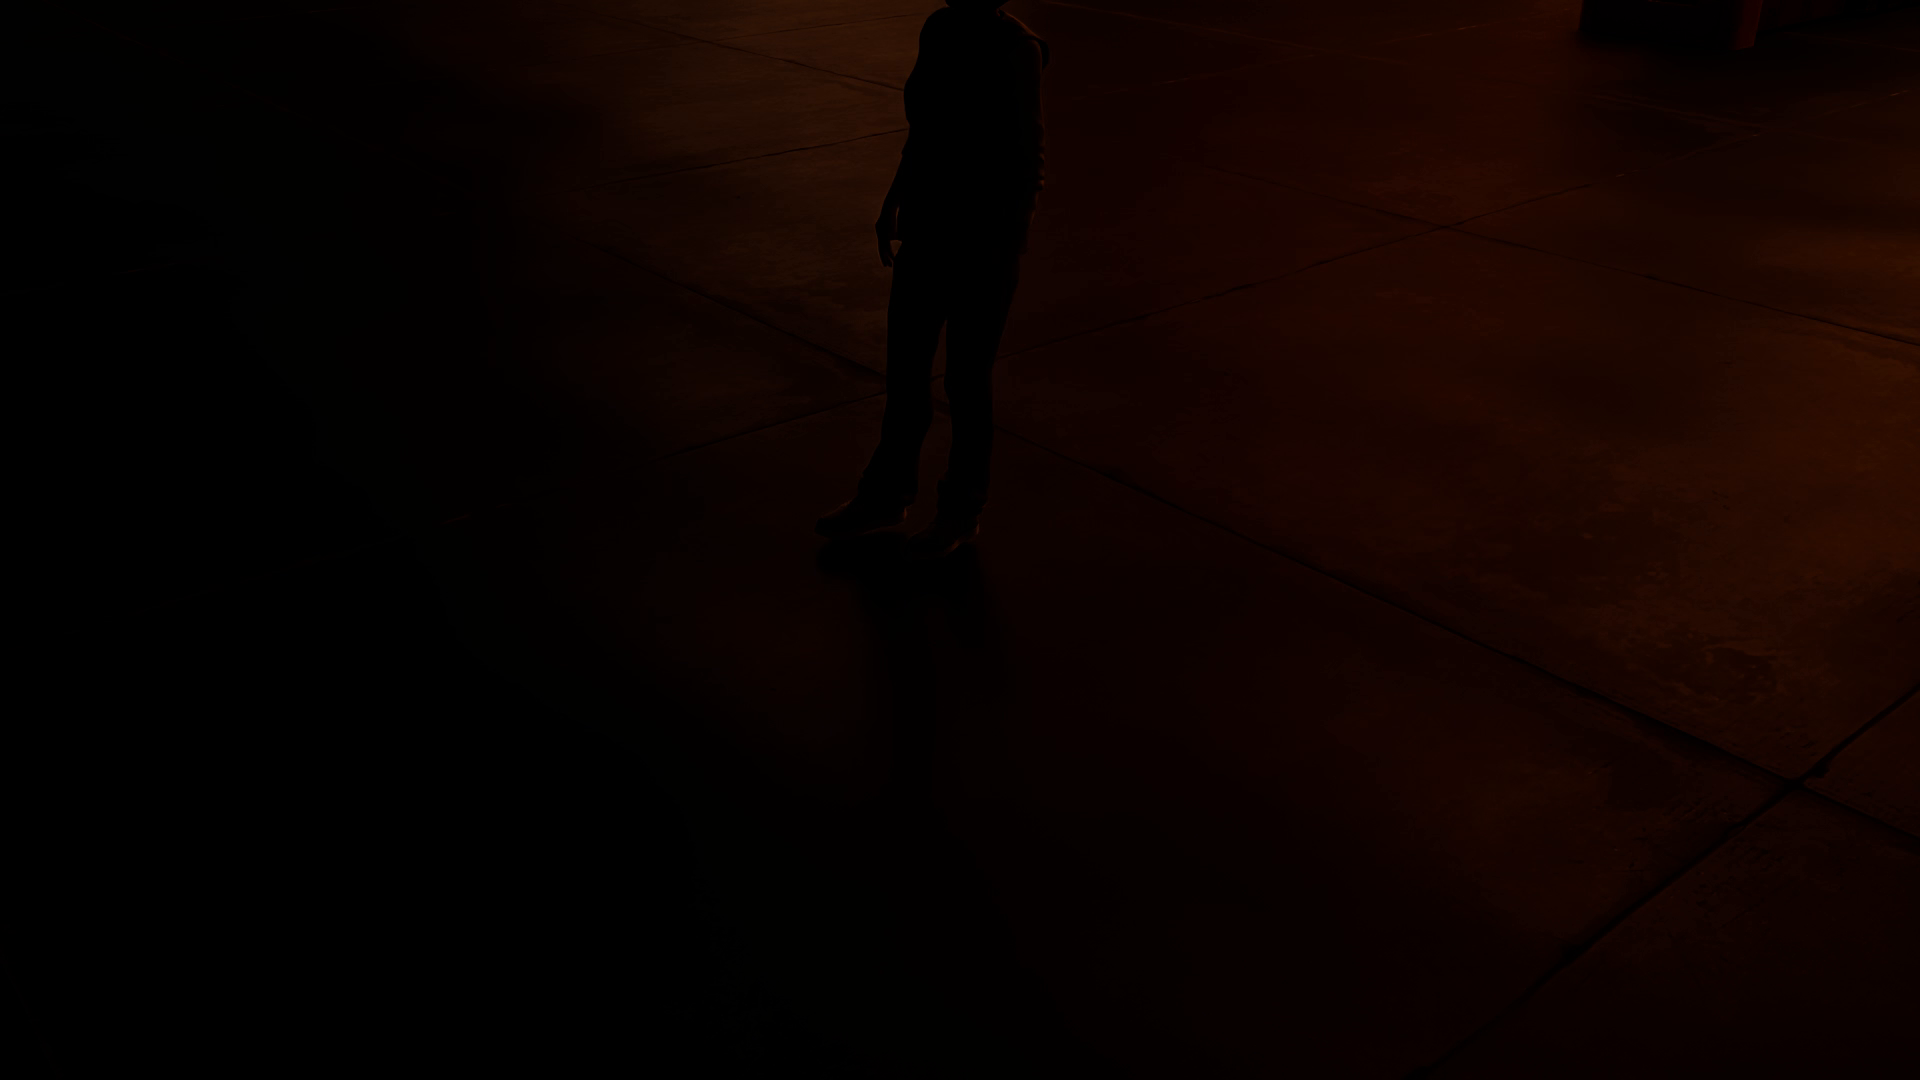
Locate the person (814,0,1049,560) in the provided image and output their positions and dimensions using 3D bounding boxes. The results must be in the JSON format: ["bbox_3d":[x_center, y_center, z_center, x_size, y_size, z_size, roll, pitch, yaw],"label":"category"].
[{"bbox_3d":[-0.066,-0.706,4.110,0.473,1.599,0.520,-20,33,-35],"label":"person"}]
